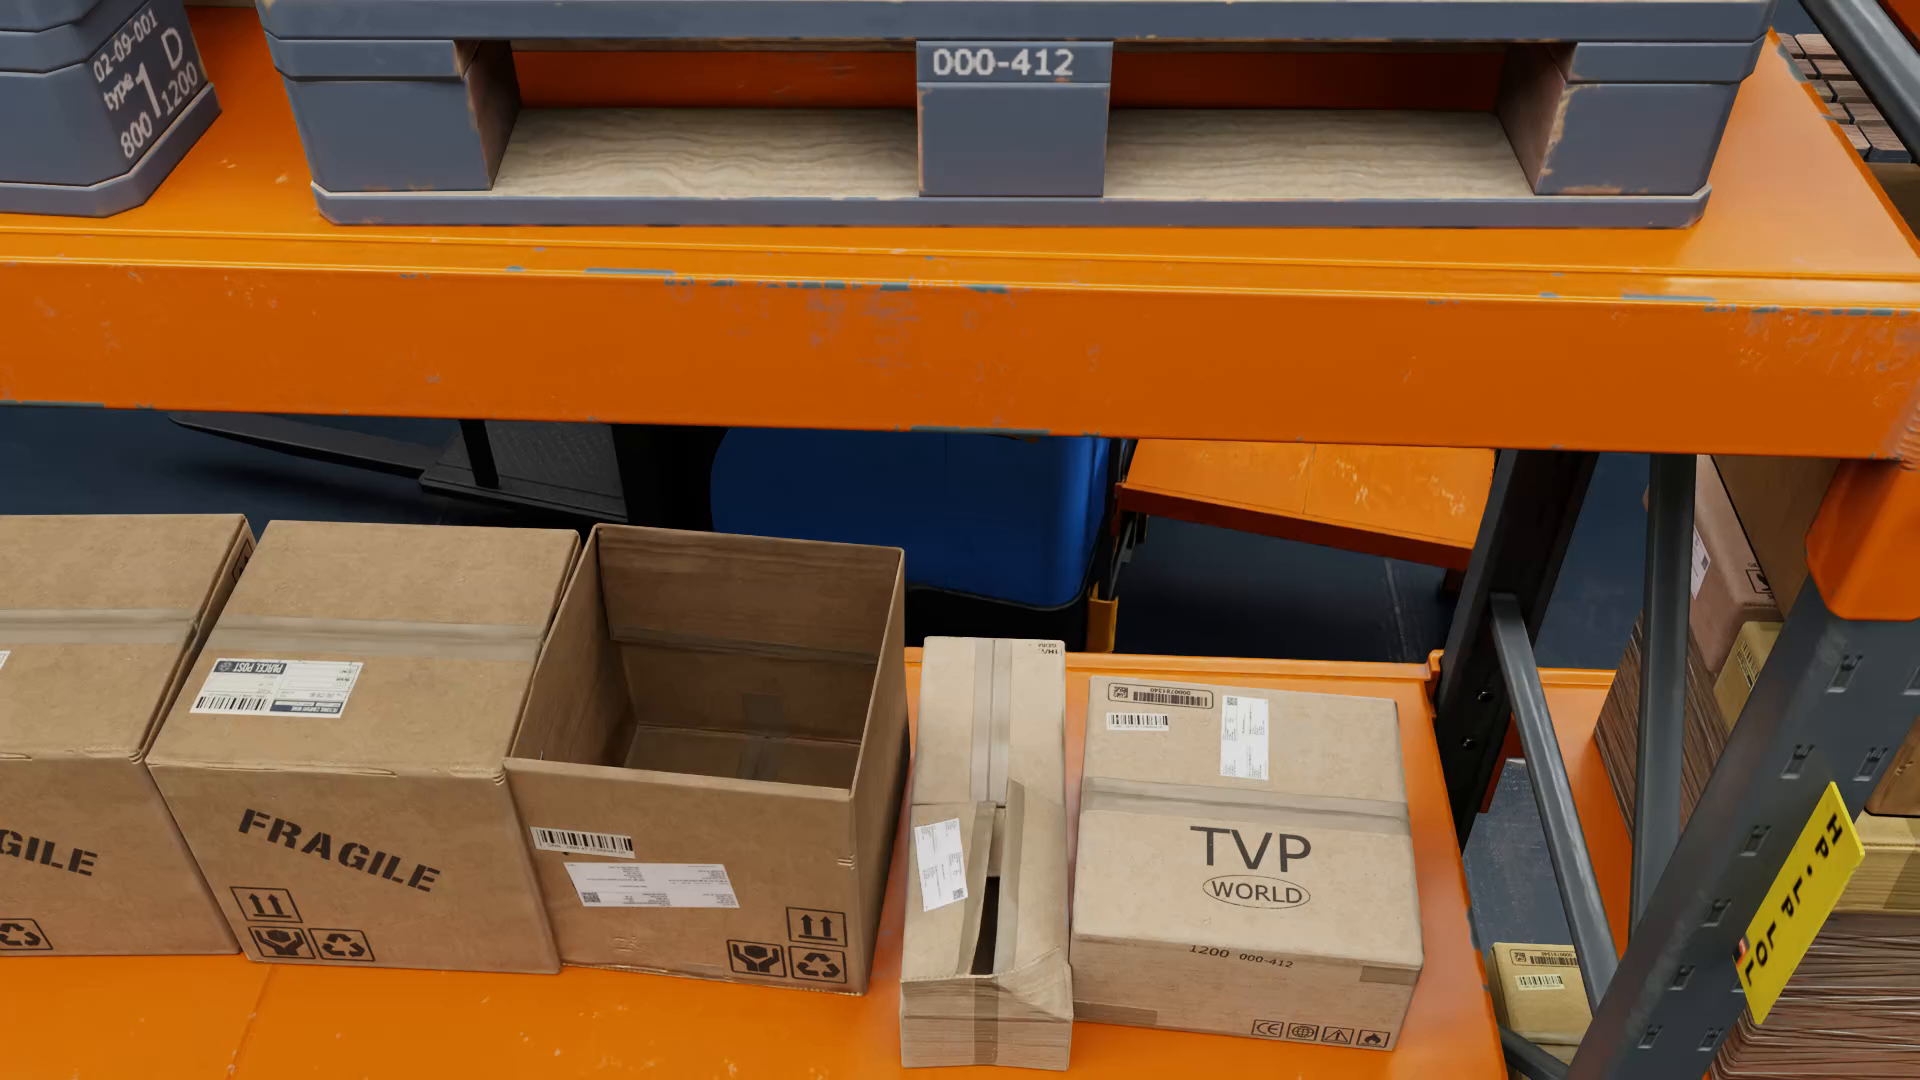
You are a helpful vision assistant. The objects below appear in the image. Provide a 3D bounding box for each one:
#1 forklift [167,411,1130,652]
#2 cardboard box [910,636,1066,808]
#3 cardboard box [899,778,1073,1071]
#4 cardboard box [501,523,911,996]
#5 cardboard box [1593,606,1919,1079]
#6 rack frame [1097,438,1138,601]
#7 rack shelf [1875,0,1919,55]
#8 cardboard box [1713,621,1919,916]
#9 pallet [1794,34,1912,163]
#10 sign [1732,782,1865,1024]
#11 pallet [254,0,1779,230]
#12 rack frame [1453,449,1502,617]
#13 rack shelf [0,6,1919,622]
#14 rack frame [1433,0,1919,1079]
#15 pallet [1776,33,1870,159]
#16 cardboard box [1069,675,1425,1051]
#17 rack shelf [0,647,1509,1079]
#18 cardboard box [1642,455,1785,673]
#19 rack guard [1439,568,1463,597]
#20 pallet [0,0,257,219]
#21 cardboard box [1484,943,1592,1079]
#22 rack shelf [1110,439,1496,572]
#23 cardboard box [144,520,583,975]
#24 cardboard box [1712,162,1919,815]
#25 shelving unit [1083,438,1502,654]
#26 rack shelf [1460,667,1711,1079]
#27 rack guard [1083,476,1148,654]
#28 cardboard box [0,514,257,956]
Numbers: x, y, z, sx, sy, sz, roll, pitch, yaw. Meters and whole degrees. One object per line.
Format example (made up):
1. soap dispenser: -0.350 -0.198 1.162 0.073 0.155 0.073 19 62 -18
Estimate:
1. forklift: -1.005 -1.251 4.443 3.031 2.935 1.130 11 44 11
2. cardboard box: 0.053 0.353 2.855 0.250 0.149 0.380 2 43 2
3. cardboard box: 0.043 0.574 2.531 0.258 0.266 0.396 1 43 1
4. cardboard box: -0.363 0.340 2.611 0.500 0.500 0.500 5 43 5
5. cardboard box: 1.373 0.400 2.547 0.500 0.500 0.700 1 43 1
6. rack frame: 0.472 -0.384 4.562 0.032 1.500 0.500 11 44 11
7. rack shelf: 2.927 -0.346 1.748 4.000 0.370 1.077 2 43 2
8. cardboard box: 1.189 0.293 2.185 0.250 0.149 0.380 2 43 2
9. pallet: 4.263 -1.801 7.029 1.213 0.211 1.003 2 43 2
10. sign: 0.915 0.402 1.826 0.005 0.325 0.100 2 43 2
11. pallet: 0.048 -0.619 1.653 1.217 0.209 0.805 0 43 0
12. rack frame: 1.453 -0.201 4.365 0.032 1.500 0.500 11 44 11
13. rack shelf: -1.069 -0.469 1.879 4.000 0.370 1.077 2 43 2
14. rack frame: 0.929 0.427 2.591 0.127 3.000 1.000 2 43 2
15. pallet: 3.047 -1.841 7.071 1.213 0.211 1.003 2 43 2
16. cardboard box: 0.435 0.497 2.626 0.500 0.250 0.500 4 43 5
17. rack shelf: -1.069 0.629 2.902 4.000 0.370 1.077 2 43 2
18. cardboard box: 1.211 0.016 2.483 0.250 0.149 0.380 2 43 2
19. rack guard: 1.434 0.253 4.795 0.087 0.250 0.587 11 44 11
20. pallet: -1.267 -0.732 1.773 1.213 0.211 1.003 4 43 4
21. cardboard box: 1.402 1.145 3.529 0.500 0.250 0.500 2 43 2
22. rack shelf: 0.963 -0.161 4.586 1.000 0.185 0.538 11 44 11
23. cardboard box: -0.864 0.324 2.628 0.500 0.500 0.500 2 43 2
24. cardboard box: 1.373 -0.075 2.104 0.500 0.500 0.700 2 43 2
25. shelving unit: 0.954 -0.294 4.465 1.083 1.500 0.587 11 44 11
26. rack shelf: 2.927 0.752 2.770 4.000 0.370 1.077 2 43 2
27. rack guard: 0.474 0.074 4.987 0.087 0.250 0.587 11 44 11
28. cardboard box: -1.390 0.308 2.645 0.500 0.500 0.500 0 43 0
